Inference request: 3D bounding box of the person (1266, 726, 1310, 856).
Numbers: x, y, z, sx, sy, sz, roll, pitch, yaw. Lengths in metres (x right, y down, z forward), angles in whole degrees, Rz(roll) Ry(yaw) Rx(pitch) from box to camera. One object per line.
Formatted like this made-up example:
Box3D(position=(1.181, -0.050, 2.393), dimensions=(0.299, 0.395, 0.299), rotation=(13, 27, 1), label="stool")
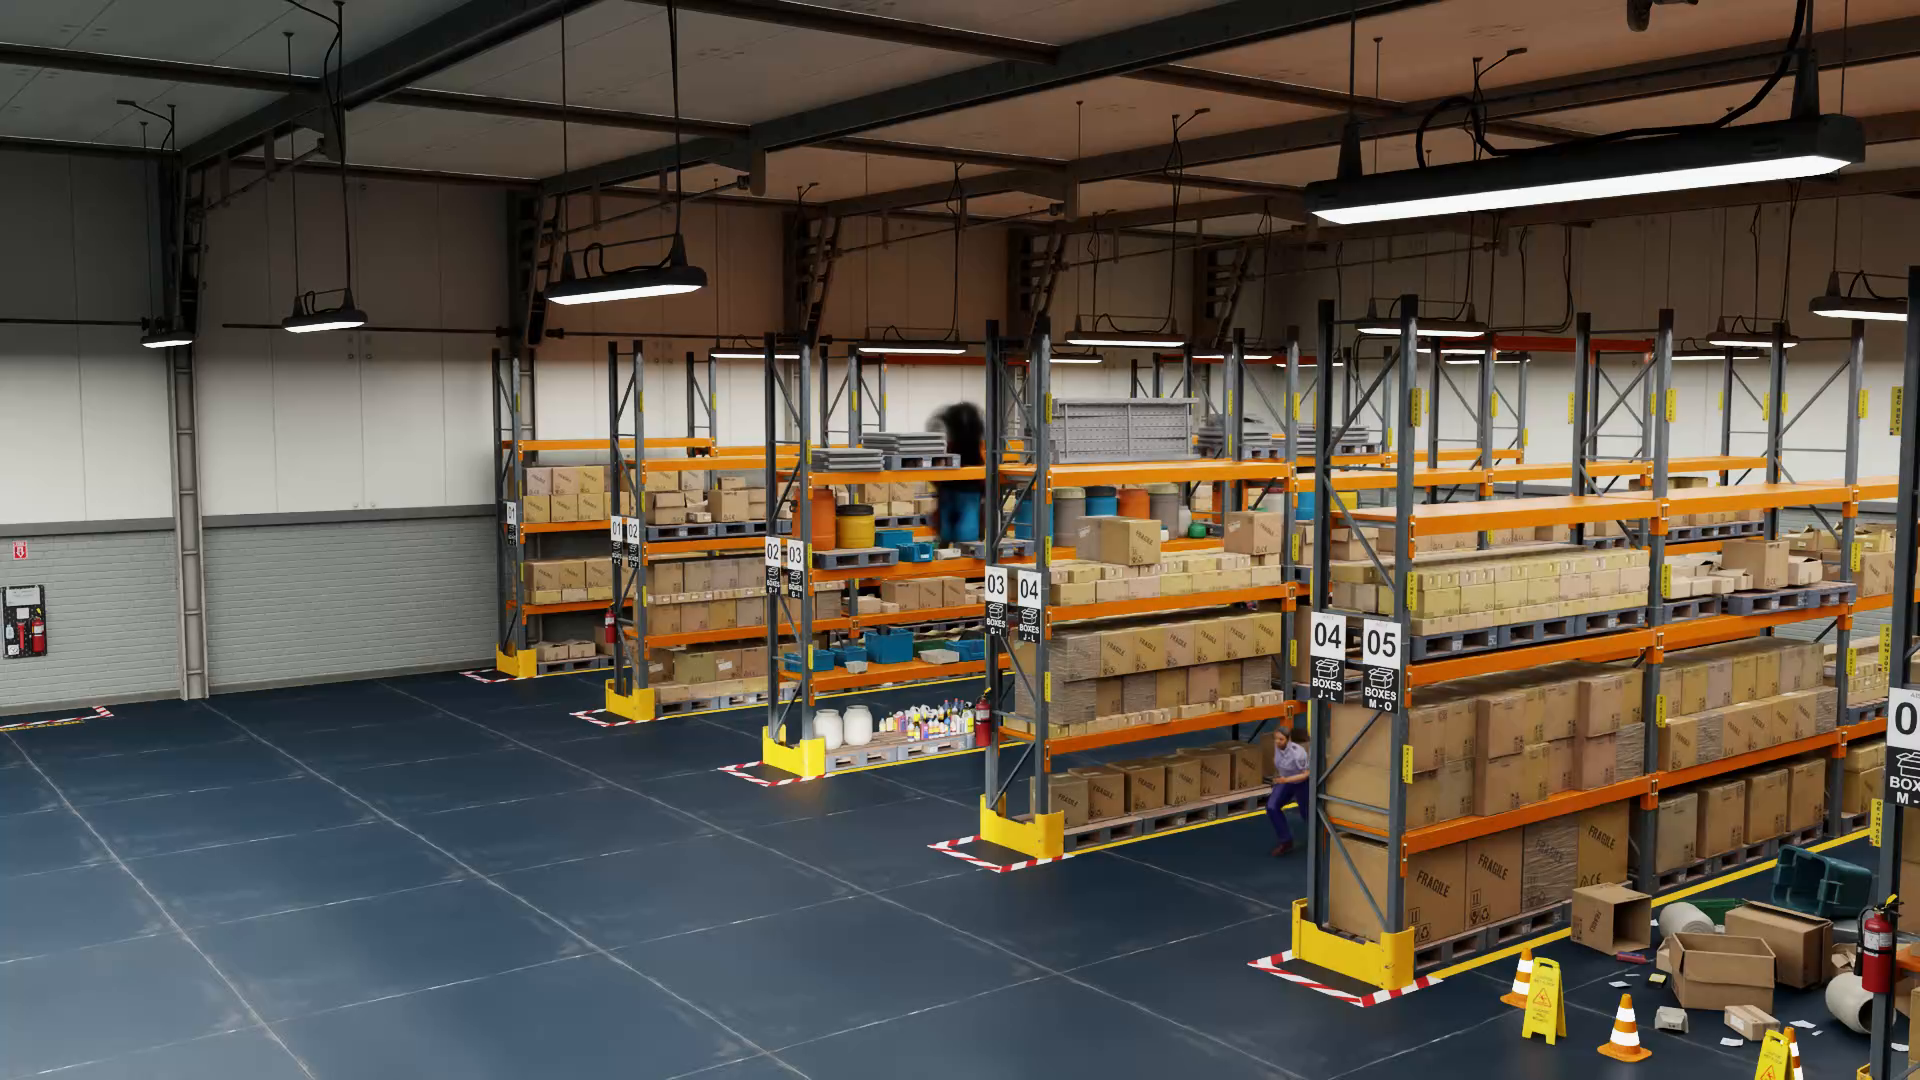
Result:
Box3D(position=(3.807, 2.772, 18.705), dimensions=(1.049, 1.479, 0.605), rotation=(-5, 7, -43), label="person")
